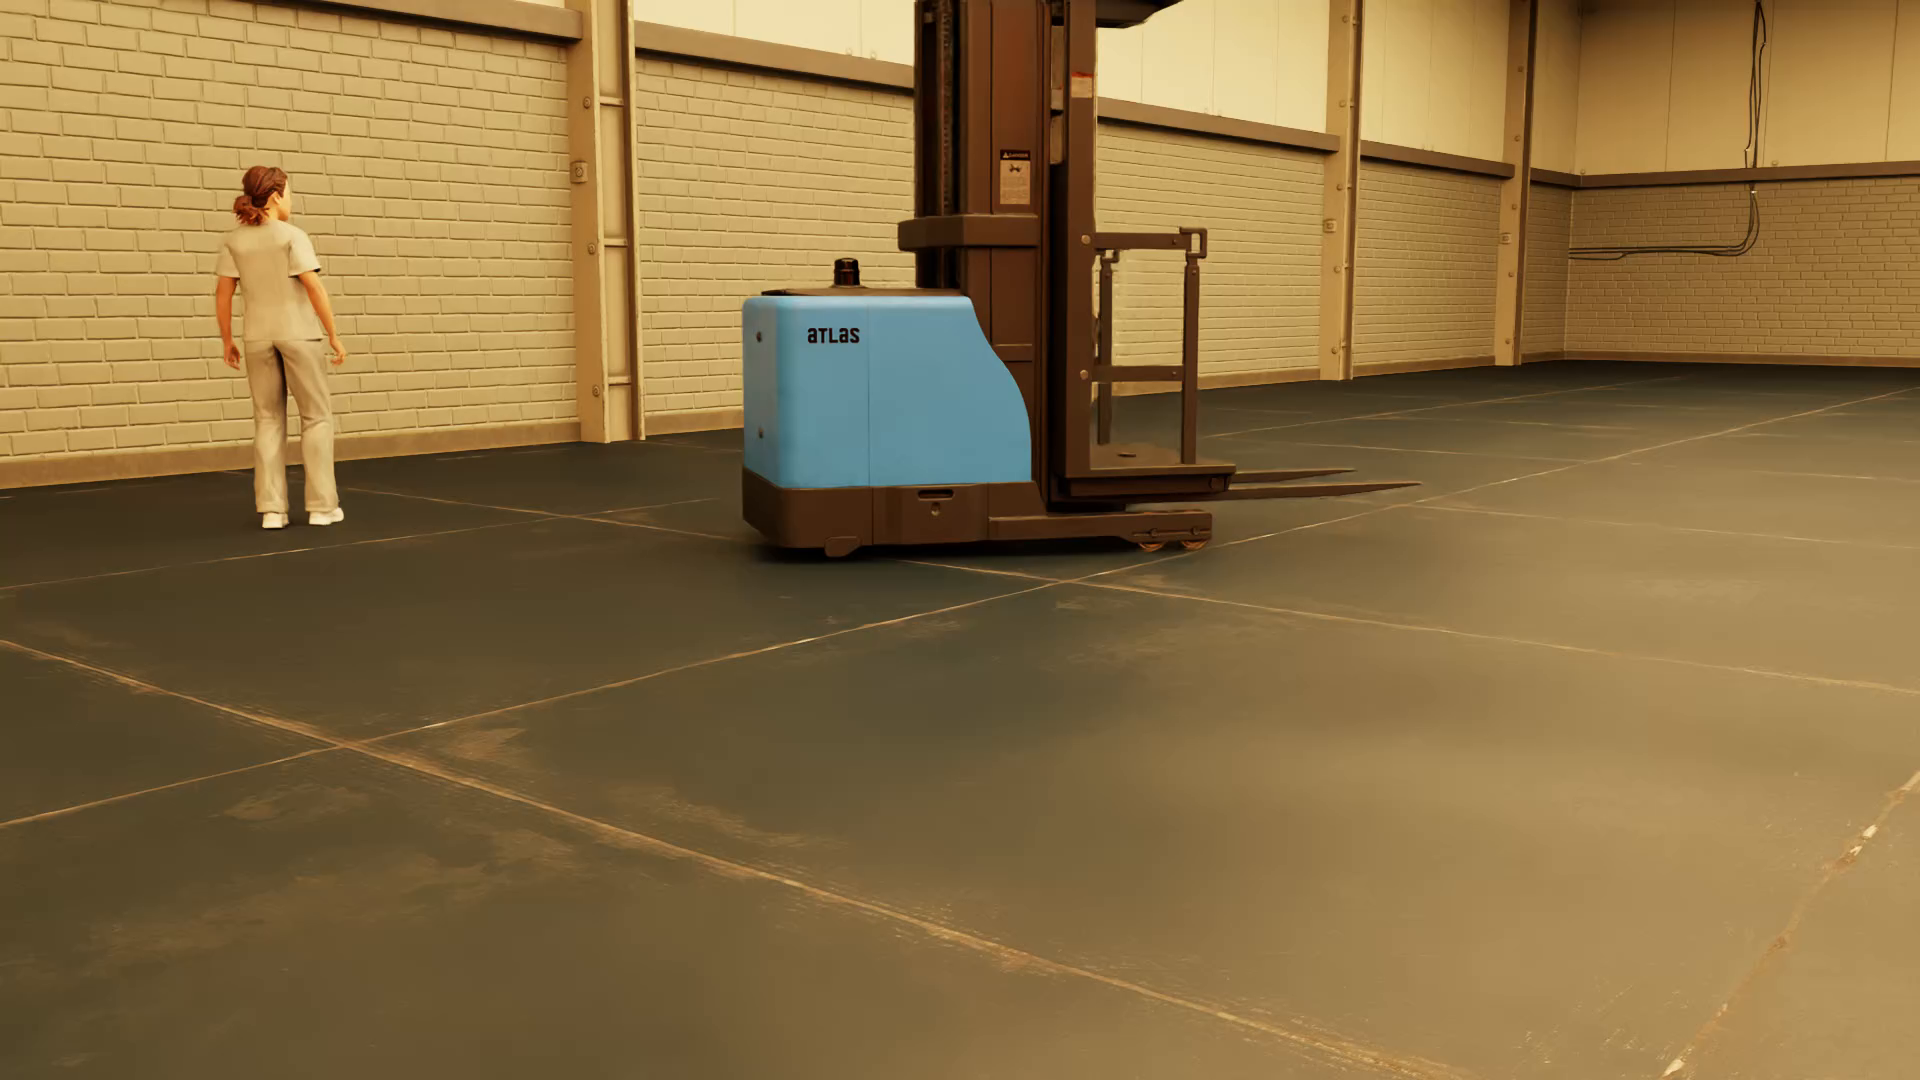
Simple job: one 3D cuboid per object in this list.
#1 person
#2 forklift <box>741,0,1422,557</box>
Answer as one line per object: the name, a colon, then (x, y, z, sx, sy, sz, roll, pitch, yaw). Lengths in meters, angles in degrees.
person: (-3.153, -0.900, 7.797, 0.575, 1.668, 0.407, 0, 8, -1)
forklift: (0.585, -1.477, 7.373, 3.031, 2.935, 1.130, -2, 9, -16)
